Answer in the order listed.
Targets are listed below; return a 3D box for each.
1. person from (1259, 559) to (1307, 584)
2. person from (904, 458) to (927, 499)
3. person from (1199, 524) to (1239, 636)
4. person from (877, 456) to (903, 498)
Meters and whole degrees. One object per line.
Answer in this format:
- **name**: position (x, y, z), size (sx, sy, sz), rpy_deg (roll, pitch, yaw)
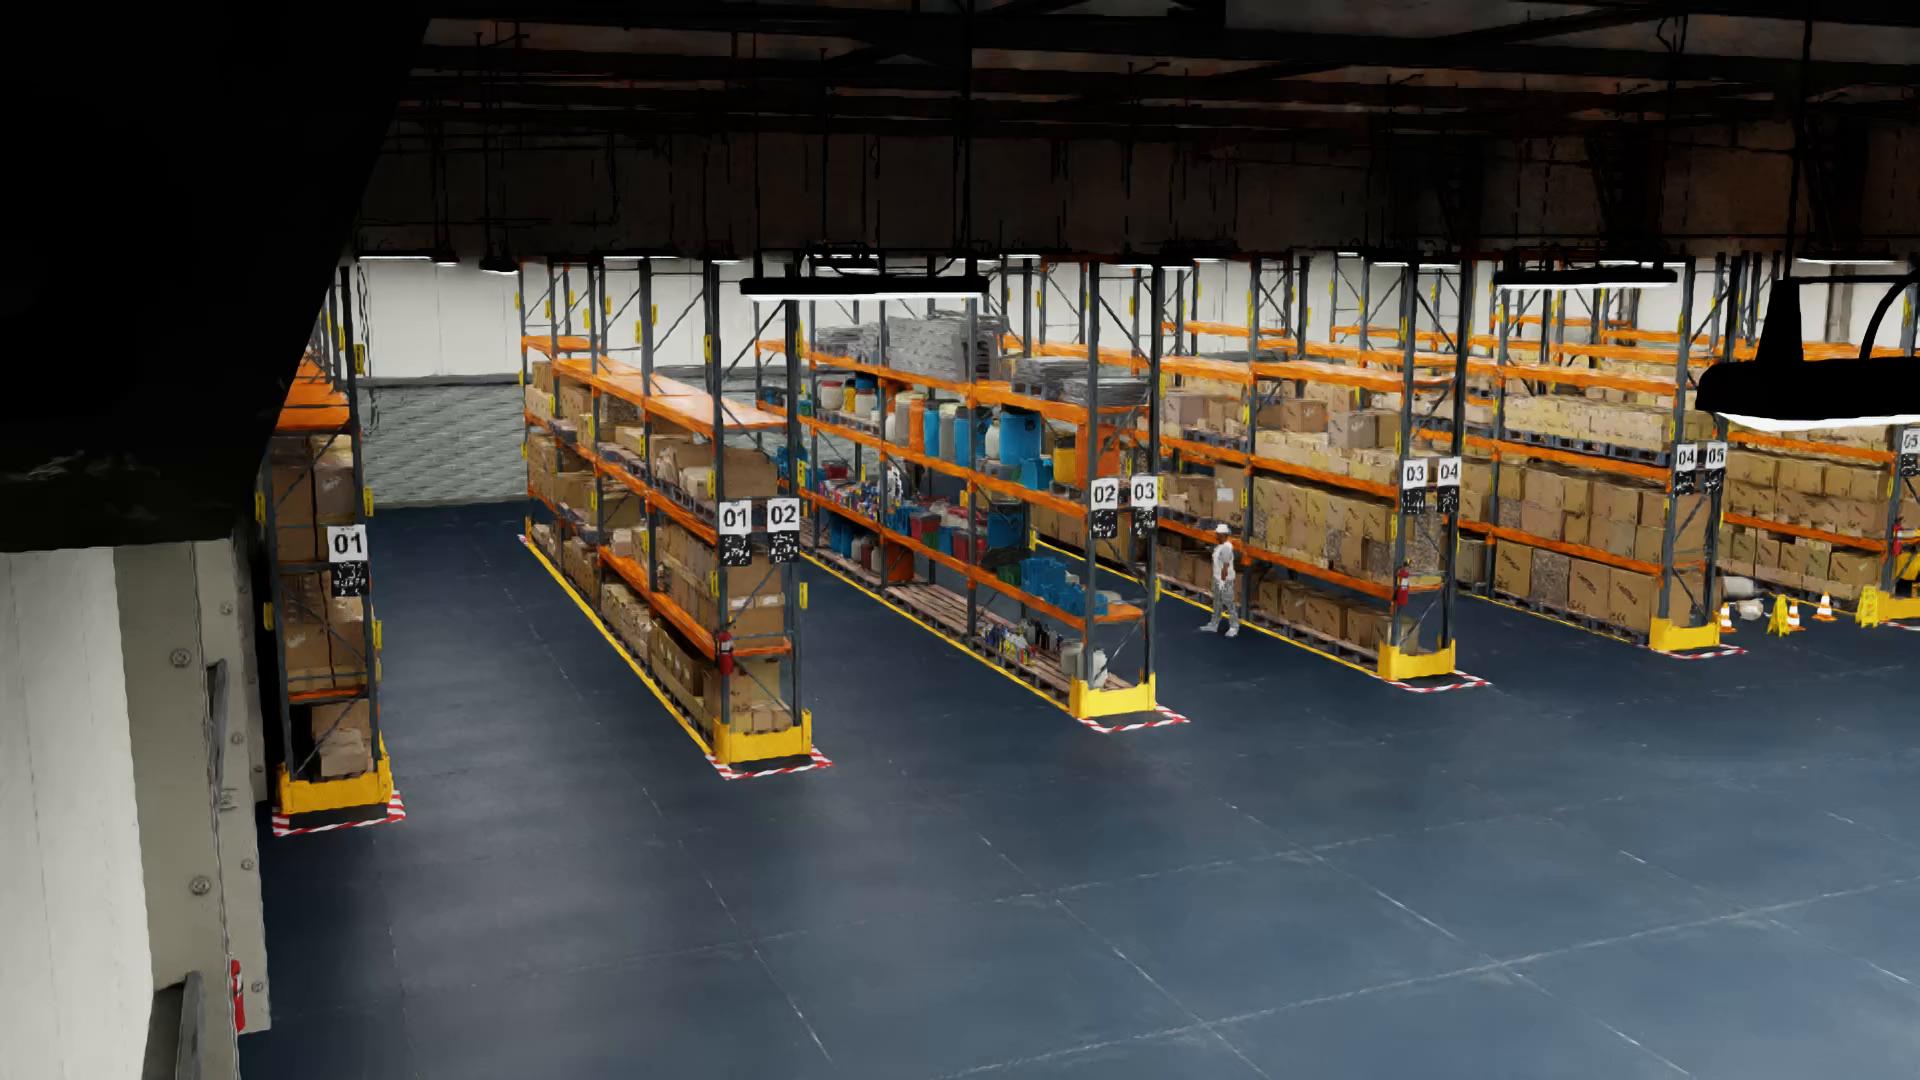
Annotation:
- **person**: position (5.832, -0.012, 30.351), size (0.710, 1.703, 0.832), rpy_deg (-8, 13, -38)
- **person**: position (-1.044, -1.878, 40.413), size (0.576, 1.712, 1.090), rpy_deg (-2, 11, -13)
- **person**: position (4.162, 0.616, 26.653), size (0.595, 1.783, 0.682), rpy_deg (-1, 10, -5)
- **person**: position (-1.516, -1.042, 36.167), size (0.500, 1.625, 0.998), rpy_deg (-4, 11, -23)
